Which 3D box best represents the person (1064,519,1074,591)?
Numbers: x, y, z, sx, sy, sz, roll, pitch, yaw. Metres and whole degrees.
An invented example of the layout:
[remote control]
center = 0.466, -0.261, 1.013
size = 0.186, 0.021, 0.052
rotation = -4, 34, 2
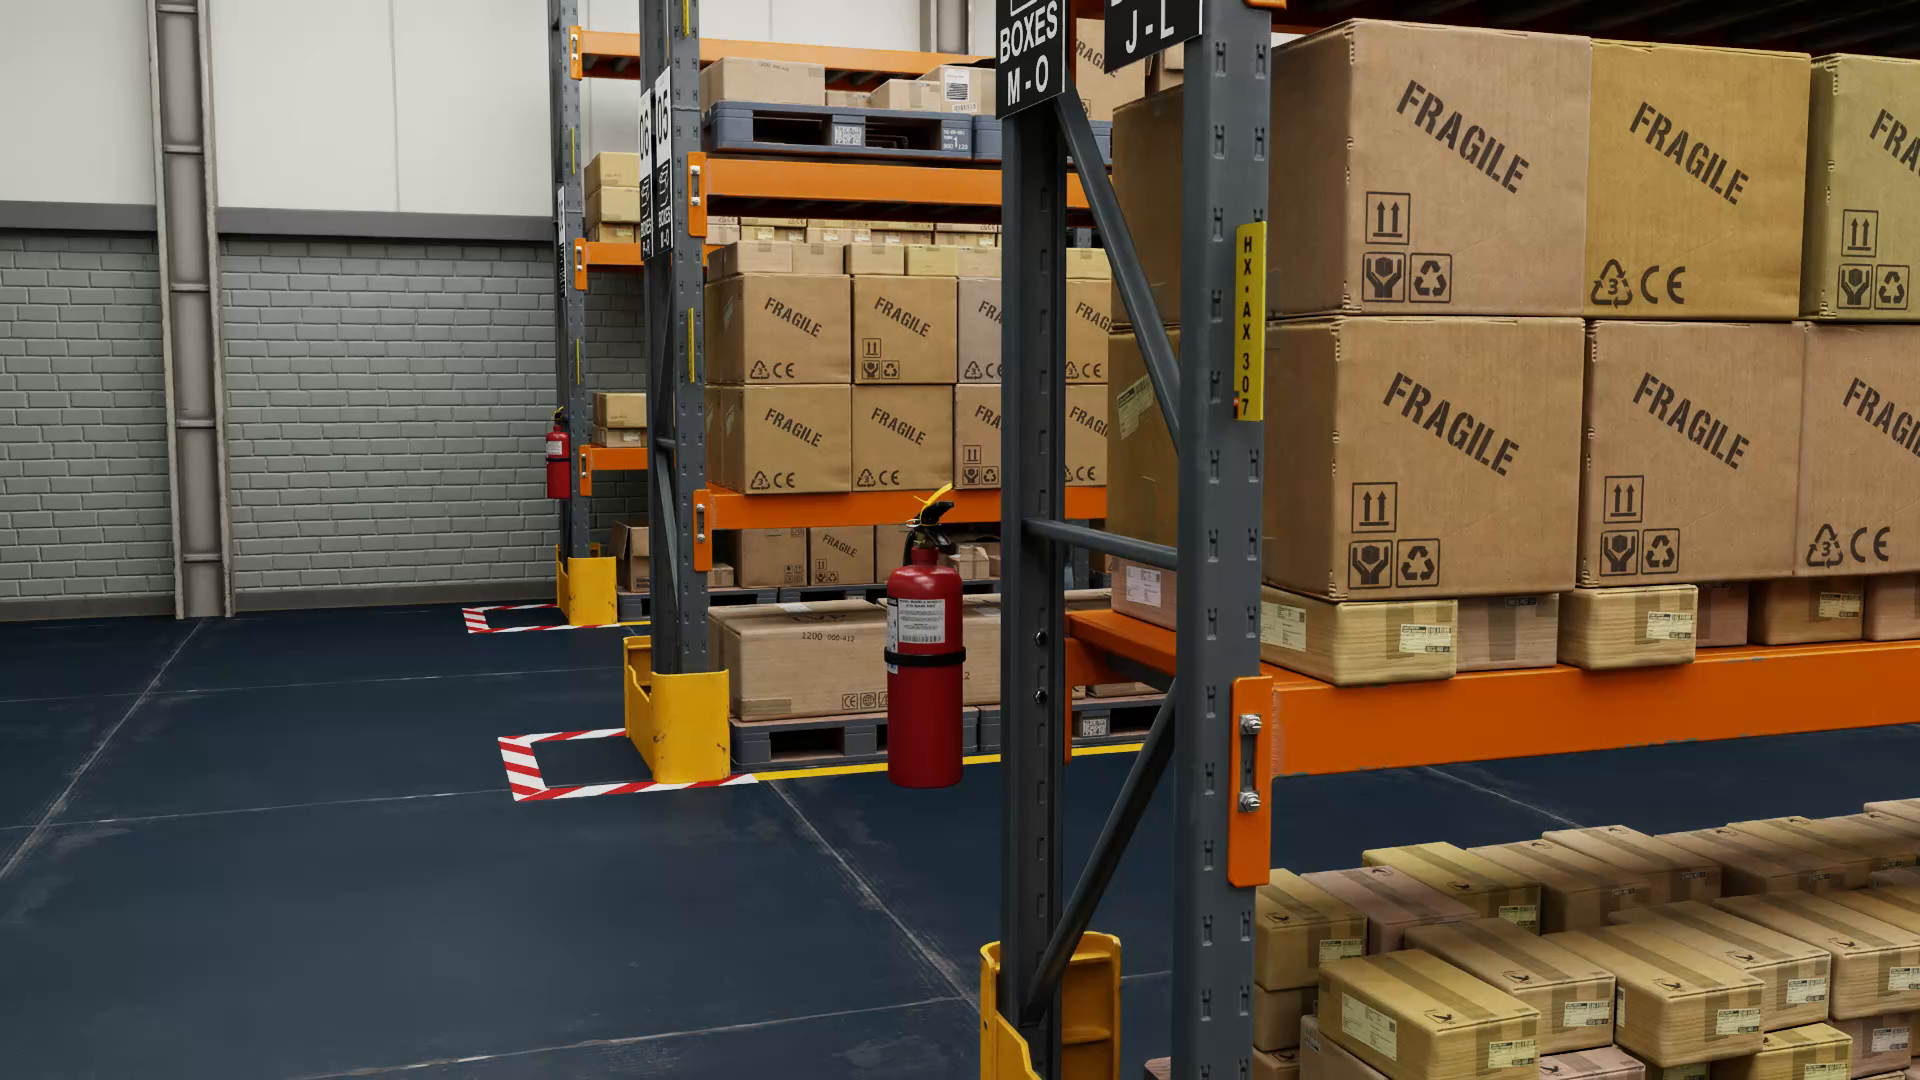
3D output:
[person]
center = 0.575, -0.214, 11.879
size = 0.504, 1.761, 0.581
rotation = -2, 6, -18
